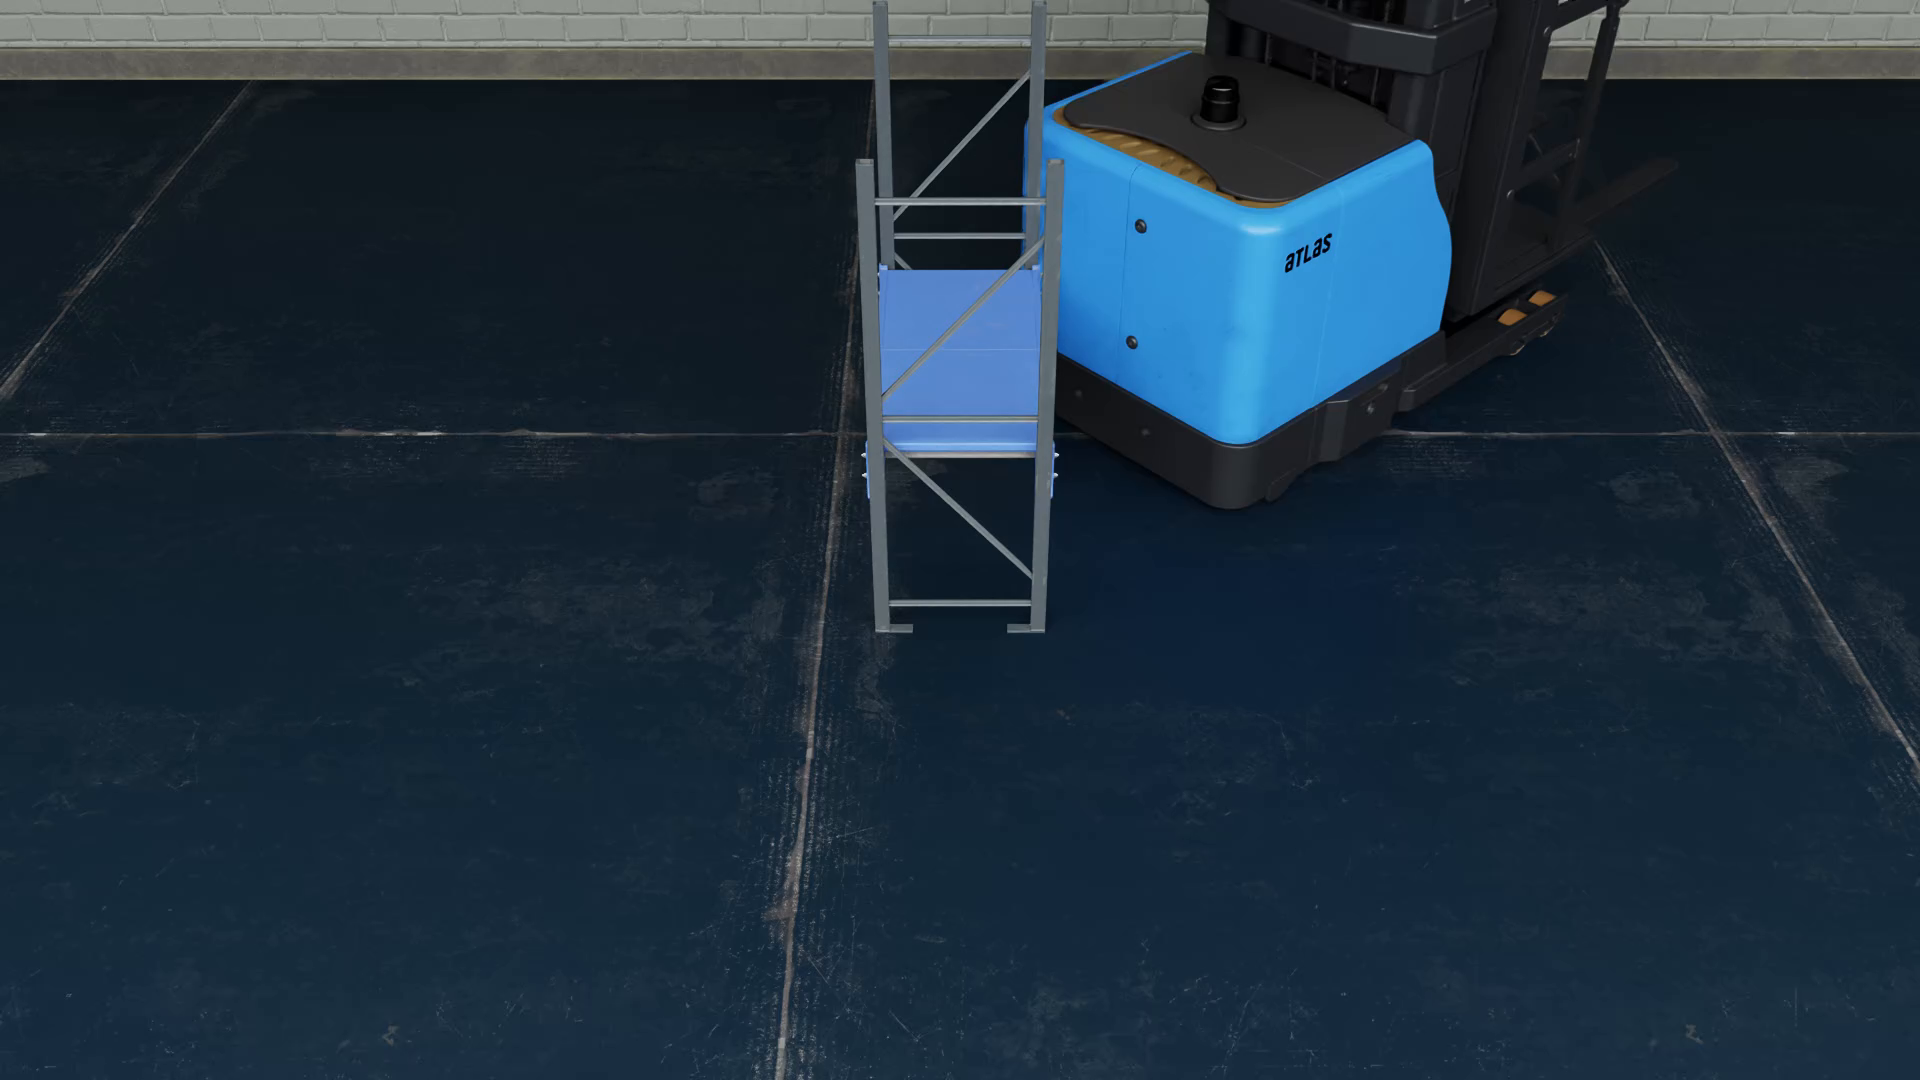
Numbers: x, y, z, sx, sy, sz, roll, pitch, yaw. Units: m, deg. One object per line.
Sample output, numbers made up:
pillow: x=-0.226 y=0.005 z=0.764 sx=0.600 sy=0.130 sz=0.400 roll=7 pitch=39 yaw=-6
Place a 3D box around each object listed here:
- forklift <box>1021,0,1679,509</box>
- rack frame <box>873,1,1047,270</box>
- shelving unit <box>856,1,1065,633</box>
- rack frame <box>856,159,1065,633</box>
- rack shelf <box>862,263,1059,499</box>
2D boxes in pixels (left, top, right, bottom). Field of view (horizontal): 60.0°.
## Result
forklift: x=1.614 y=-2.037 z=5.448 sx=3.031 sy=2.935 sz=1.130 roll=-30 pitch=47 yaw=-32
rack frame: x=-0.001 y=-0.956 z=5.244 sx=0.500 sy=1.500 sz=0.032 roll=0 pitch=39 yaw=0
shelving unit: x=0.000 y=-0.639 z=4.848 sx=0.538 sy=1.500 sz=1.048 roll=0 pitch=39 yaw=0
rack frame: x=0.000 y=-0.321 z=4.451 sx=0.500 sy=1.500 sz=0.032 roll=0 pitch=39 yaw=0
rack shelf: x=0.000 y=-0.498 z=4.960 sx=0.538 sy=0.185 sz=1.000 roll=0 pitch=39 yaw=0
